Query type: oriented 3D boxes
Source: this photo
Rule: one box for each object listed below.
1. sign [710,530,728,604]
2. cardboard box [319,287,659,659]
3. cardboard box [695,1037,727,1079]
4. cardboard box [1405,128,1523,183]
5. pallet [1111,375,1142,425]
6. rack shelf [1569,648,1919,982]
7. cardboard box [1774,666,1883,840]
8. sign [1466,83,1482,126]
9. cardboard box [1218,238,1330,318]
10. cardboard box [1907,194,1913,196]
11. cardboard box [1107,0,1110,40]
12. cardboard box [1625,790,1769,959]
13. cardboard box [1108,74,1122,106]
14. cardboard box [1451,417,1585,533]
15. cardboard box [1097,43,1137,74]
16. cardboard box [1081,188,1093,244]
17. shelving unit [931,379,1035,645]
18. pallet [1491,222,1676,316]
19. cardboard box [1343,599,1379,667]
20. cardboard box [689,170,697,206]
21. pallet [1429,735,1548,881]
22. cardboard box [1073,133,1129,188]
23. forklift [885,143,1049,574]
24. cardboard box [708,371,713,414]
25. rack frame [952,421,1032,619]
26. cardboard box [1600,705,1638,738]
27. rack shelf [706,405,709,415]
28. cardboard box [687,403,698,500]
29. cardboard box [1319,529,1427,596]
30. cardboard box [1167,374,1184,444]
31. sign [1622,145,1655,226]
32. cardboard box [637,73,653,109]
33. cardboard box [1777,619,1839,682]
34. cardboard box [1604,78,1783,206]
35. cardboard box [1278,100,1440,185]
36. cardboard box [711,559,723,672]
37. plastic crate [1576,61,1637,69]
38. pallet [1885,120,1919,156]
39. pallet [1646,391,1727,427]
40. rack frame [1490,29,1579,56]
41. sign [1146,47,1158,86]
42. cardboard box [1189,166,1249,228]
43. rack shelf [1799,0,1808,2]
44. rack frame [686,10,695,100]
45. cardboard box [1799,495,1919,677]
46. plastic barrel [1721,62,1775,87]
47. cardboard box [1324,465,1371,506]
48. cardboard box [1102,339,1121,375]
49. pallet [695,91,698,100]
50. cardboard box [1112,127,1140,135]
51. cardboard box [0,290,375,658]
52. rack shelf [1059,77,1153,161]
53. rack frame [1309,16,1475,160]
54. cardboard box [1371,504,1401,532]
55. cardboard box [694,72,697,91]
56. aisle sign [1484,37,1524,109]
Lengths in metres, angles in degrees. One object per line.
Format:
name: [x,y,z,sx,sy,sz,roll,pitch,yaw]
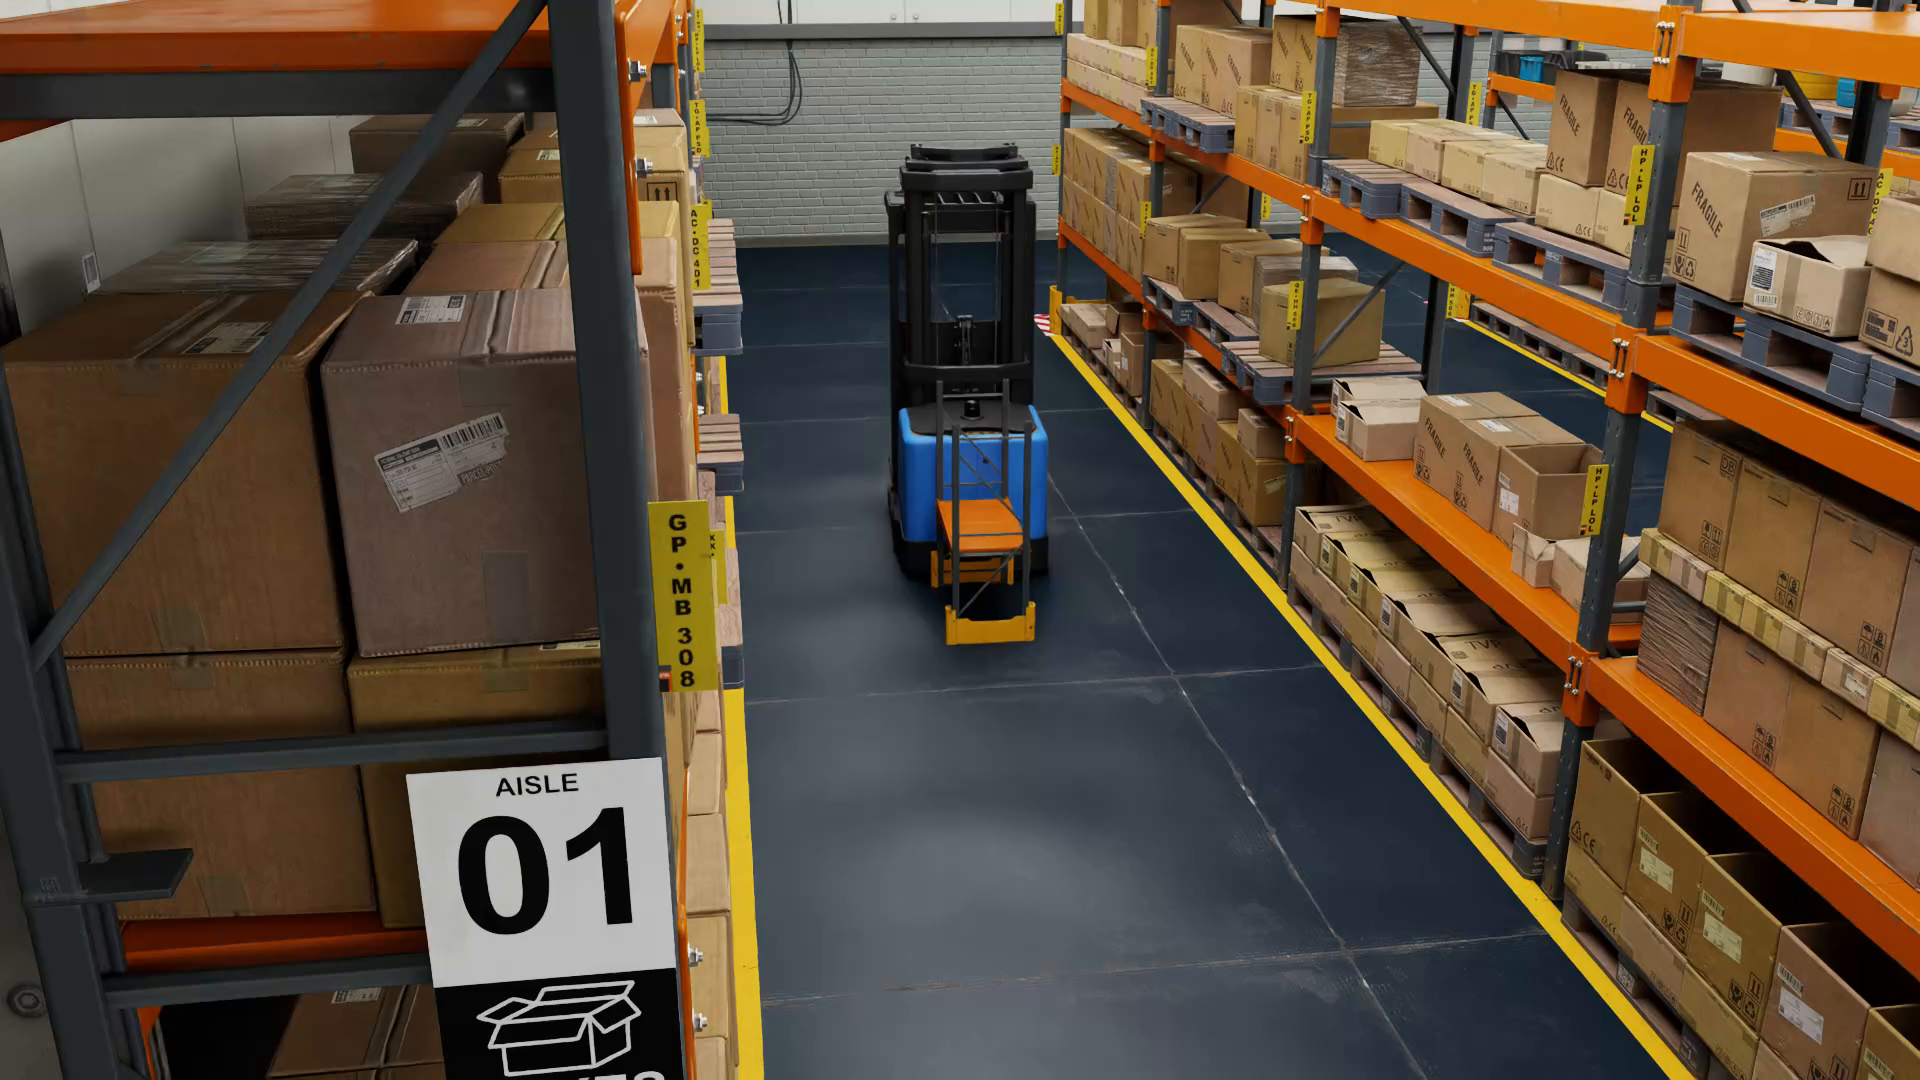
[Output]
sign: [-1.020,0.114,6.886,0.100,0.325,0.005,-3,21,-8]
cardboard box: [-0.795,-0.141,2.918,0.500,0.500,0.500,-4,21,-12]
cardboard box: [-0.751,1.464,3.623,0.500,0.500,0.500,-3,21,-8]
cardboard box: [2.983,-2.283,9.869,0.500,0.250,0.500,-2,21,-6]
pallet: [2.094,-1.402,16.170,1.003,0.211,1.213,-3,21,-8]
rack shelf: [3.634,1.328,5.901,1.077,0.370,4.000,-3,21,-8]
cardboard box: [3.566,0.761,6.247,0.700,0.500,0.500,-3,21,-7]
sign: [3.319,-2.796,10.775,0.100,0.325,0.005,-3,21,-8]
cardboard box: [2.508,-2.106,13.325,0.700,0.500,0.500,-8,22,-21]
cardboard box: [11.219,-3.920,19.283,0.380,0.149,0.250,-3,21,-9]
cardboard box: [1.872,-5.254,16.638,0.700,0.500,0.500,-3,21,-8]
cardboard box: [3.182,1.388,6.971,0.500,0.500,0.500,-3,21,-8]
cardboard box: [1.717,-4.307,15.889,0.500,0.250,0.500,-3,21,-8]
cardboard box: [3.103,-0.371,9.278,0.500,0.500,0.500,-3,21,-8]
cardboard box: [1.644,-4.715,16.265,0.500,0.250,0.500,-3,21,-8]
cardboard box: [1.568,-3.384,17.345,0.500,0.500,0.500,-3,21,-8]
shelving unit: [0.143,-0.211,11.139,0.587,1.500,1.083,-2,21,-6]
pallet: [3.205,-1.322,7.954,0.805,0.209,1.217,-4,21,-10]
cardboard box: [2.708,0.555,10.273,0.500,0.250,0.500,-3,21,-9]
cardboard box: [-1.762,-1.972,9.521,0.500,0.311,0.500,-3,21,-8]
pallet: [3.201,1.352,8.795,1.003,0.211,1.213,-3,21,-8]
cardboard box: [1.501,-4.024,17.630,0.500,0.500,0.500,-3,21,-7]
forklift: [-0.004,-1.606,12.826,1.130,2.935,3.031,-2,21,-4]
cardboard box: [-2.356,-0.884,13.267,0.750,0.750,0.750,-2,21,-6]
rack frame: [0.200,-0.032,10.657,0.500,1.500,0.032,-2,21,-6]
cardboard box: [3.532,0.972,8.355,0.500,0.311,0.500,-3,21,-8]
rack shelf: [-2.421,-1.190,12.645,1.077,0.370,4.000,-3,21,-8]
cardboard box: [-0.901,-0.022,4.030,0.500,0.500,0.500,-2,21,-5]
cardboard box: [2.638,0.120,10.636,0.500,0.311,0.500,-3,21,-9]
cardboard box: [2.109,-1.142,14.431,0.500,0.500,0.500,-3,21,-7]
sign: [2.810,-1.465,6.876,0.100,0.325,0.005,-3,21,-8]
cardboard box: [-2.258,-2.655,10.479,0.700,0.500,0.500,-5,21,-12]
cardboard box: [3.341,0.405,6.276,0.380,0.149,0.250,-4,21,-10]
cardboard box: [3.296,-1.800,7.503,0.500,0.500,0.500,-3,21,-7]
cardboard box: [2.673,-2.688,11.195,0.910,0.500,0.500,-3,21,-8]
cardboard box: [-1.182,0.408,6.452,0.500,0.500,0.500,-3,21,-8]
plastic crate: [6.532,-4.671,16.818,0.437,0.282,0.530,-3,21,-8]
pallet: [7.657,-2.921,12.233,1.003,0.211,1.213,-3,21,-8]
pallet: [7.164,-1.144,15.478,1.003,0.211,1.213,-3,21,-8]
rack frame: [6.518,-6.915,18.369,1.000,3.000,0.127,-3,21,-8]
sign: [1.656,-4.088,14.349,0.100,0.325,0.005,-3,21,-8]
cardboard box: [2.403,-3.164,15.327,0.500,0.500,0.500,-2,21,-6]
rack shelf: [7.383,-4.313,13.003,1.077,0.370,4.000,-3,21,-8]
rack frame: [-2.709,-5.030,13.323,1.000,3.000,0.127,-3,21,-8]
cardboard box: [3.561,0.146,6.041,0.700,0.500,0.500,-3,21,-8]
plastic barrel: [6.922,-4.190,14.567,0.433,0.535,0.433,0,20,0]
cardboard box: [2.986,-0.293,12.158,0.500,0.500,0.500,-2,21,-5]
cardboard box: [1.721,-1.860,16.624,0.500,0.311,0.500,-3,21,-8]
pallet: [-2.817,-3.867,14.623,1.003,0.211,1.213,-3,21,-8]
cardboard box: [1.952,-4.231,18.185,0.500,0.500,0.500,-3,21,-8]
cardboard box: [-1.300,-0.131,2.892,0.500,0.500,0.500,-2,21,-5]
rack shelf: [1.904,-4.232,16.500,1.077,0.370,4.000,-3,21,-8]
rack frame: [2.769,-3.897,10.287,1.000,3.000,0.127,-3,21,-8]
cardboard box: [3.088,-0.089,11.194,0.500,0.311,0.500,-2,21,-6]
cardboard box: [-2.548,-4.051,14.459,0.500,0.250,0.500,-3,21,-8]
aisle sign: [6.213,-5.332,18.990,0.394,0.787,0.004,-3,21,-8]
